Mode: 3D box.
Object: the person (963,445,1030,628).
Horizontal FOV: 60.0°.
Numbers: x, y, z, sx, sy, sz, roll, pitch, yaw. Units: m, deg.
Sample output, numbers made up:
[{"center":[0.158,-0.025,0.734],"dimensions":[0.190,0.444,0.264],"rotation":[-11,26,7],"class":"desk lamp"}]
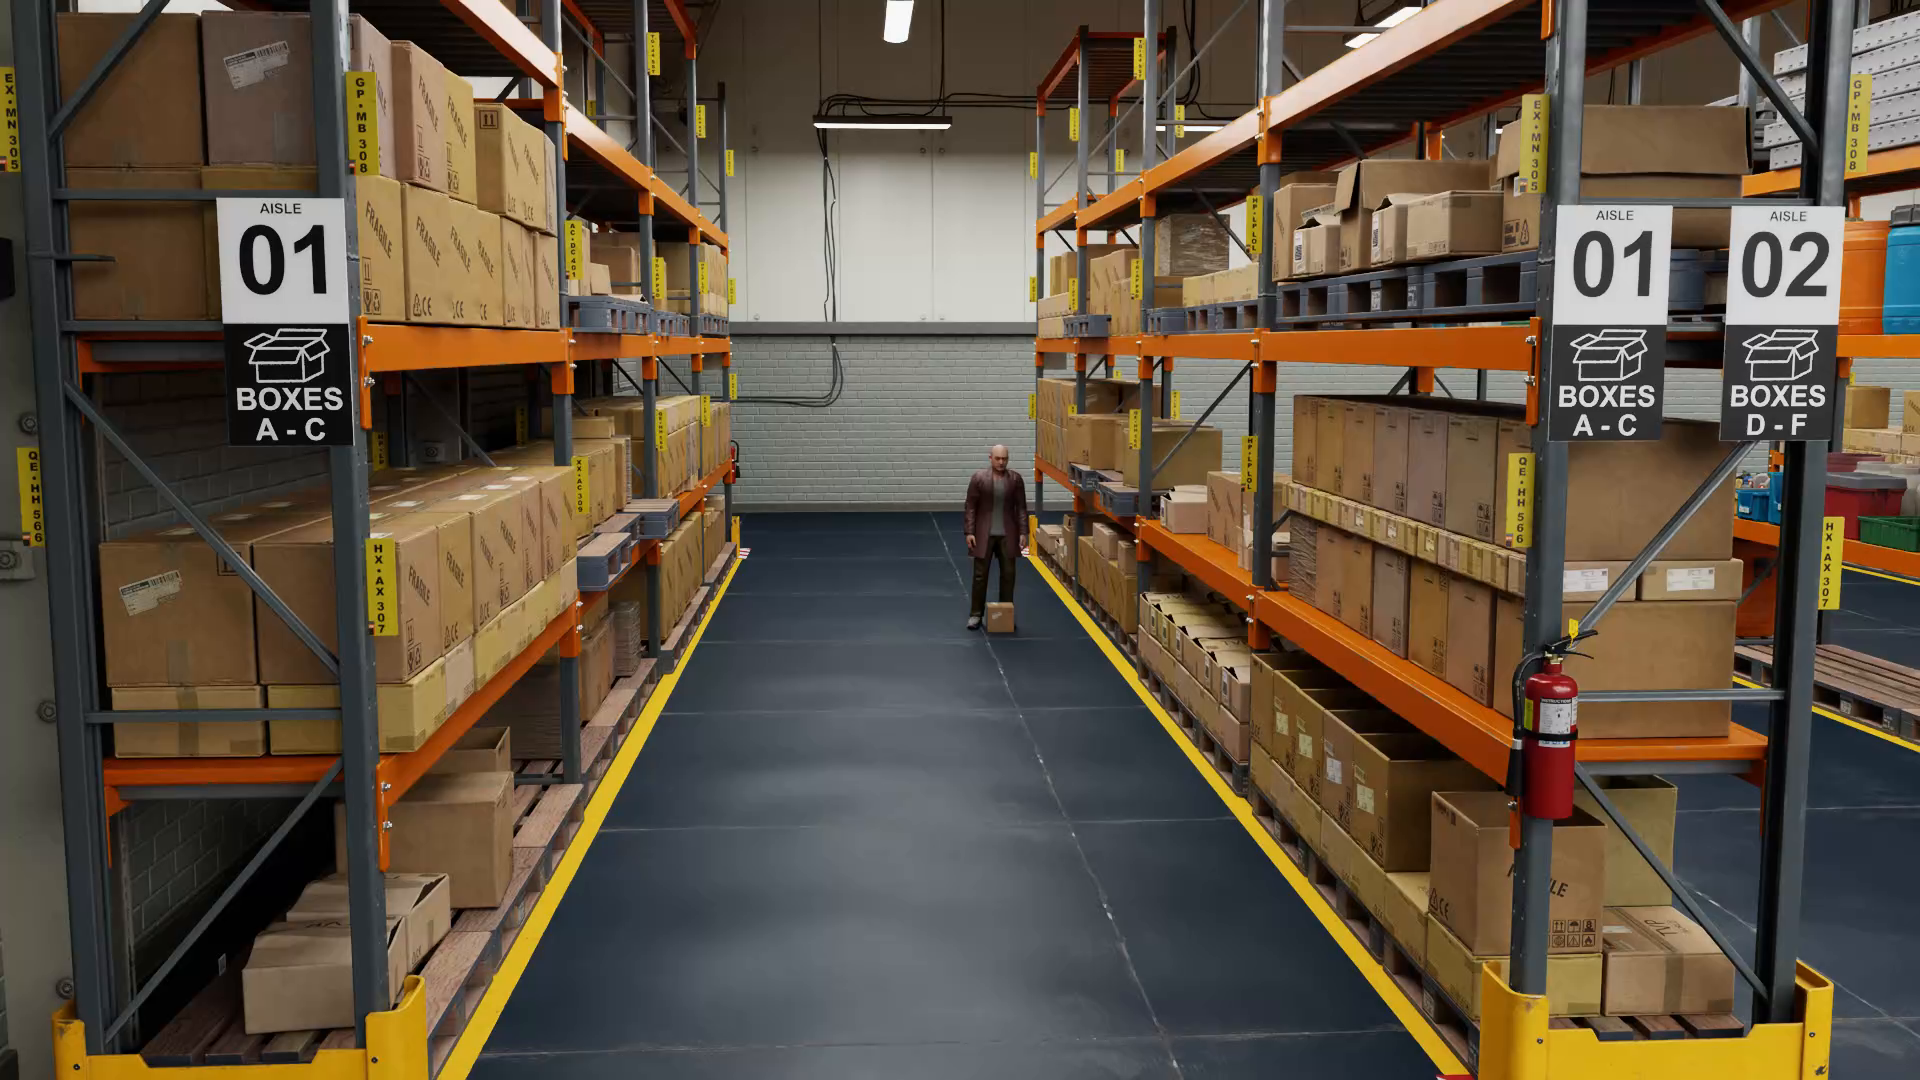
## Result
[{"center":[0.357,-0.042,16.154],"dimensions":[0.654,1.774,0.424],"rotation":[-1,7,-7],"class":"person"}]
